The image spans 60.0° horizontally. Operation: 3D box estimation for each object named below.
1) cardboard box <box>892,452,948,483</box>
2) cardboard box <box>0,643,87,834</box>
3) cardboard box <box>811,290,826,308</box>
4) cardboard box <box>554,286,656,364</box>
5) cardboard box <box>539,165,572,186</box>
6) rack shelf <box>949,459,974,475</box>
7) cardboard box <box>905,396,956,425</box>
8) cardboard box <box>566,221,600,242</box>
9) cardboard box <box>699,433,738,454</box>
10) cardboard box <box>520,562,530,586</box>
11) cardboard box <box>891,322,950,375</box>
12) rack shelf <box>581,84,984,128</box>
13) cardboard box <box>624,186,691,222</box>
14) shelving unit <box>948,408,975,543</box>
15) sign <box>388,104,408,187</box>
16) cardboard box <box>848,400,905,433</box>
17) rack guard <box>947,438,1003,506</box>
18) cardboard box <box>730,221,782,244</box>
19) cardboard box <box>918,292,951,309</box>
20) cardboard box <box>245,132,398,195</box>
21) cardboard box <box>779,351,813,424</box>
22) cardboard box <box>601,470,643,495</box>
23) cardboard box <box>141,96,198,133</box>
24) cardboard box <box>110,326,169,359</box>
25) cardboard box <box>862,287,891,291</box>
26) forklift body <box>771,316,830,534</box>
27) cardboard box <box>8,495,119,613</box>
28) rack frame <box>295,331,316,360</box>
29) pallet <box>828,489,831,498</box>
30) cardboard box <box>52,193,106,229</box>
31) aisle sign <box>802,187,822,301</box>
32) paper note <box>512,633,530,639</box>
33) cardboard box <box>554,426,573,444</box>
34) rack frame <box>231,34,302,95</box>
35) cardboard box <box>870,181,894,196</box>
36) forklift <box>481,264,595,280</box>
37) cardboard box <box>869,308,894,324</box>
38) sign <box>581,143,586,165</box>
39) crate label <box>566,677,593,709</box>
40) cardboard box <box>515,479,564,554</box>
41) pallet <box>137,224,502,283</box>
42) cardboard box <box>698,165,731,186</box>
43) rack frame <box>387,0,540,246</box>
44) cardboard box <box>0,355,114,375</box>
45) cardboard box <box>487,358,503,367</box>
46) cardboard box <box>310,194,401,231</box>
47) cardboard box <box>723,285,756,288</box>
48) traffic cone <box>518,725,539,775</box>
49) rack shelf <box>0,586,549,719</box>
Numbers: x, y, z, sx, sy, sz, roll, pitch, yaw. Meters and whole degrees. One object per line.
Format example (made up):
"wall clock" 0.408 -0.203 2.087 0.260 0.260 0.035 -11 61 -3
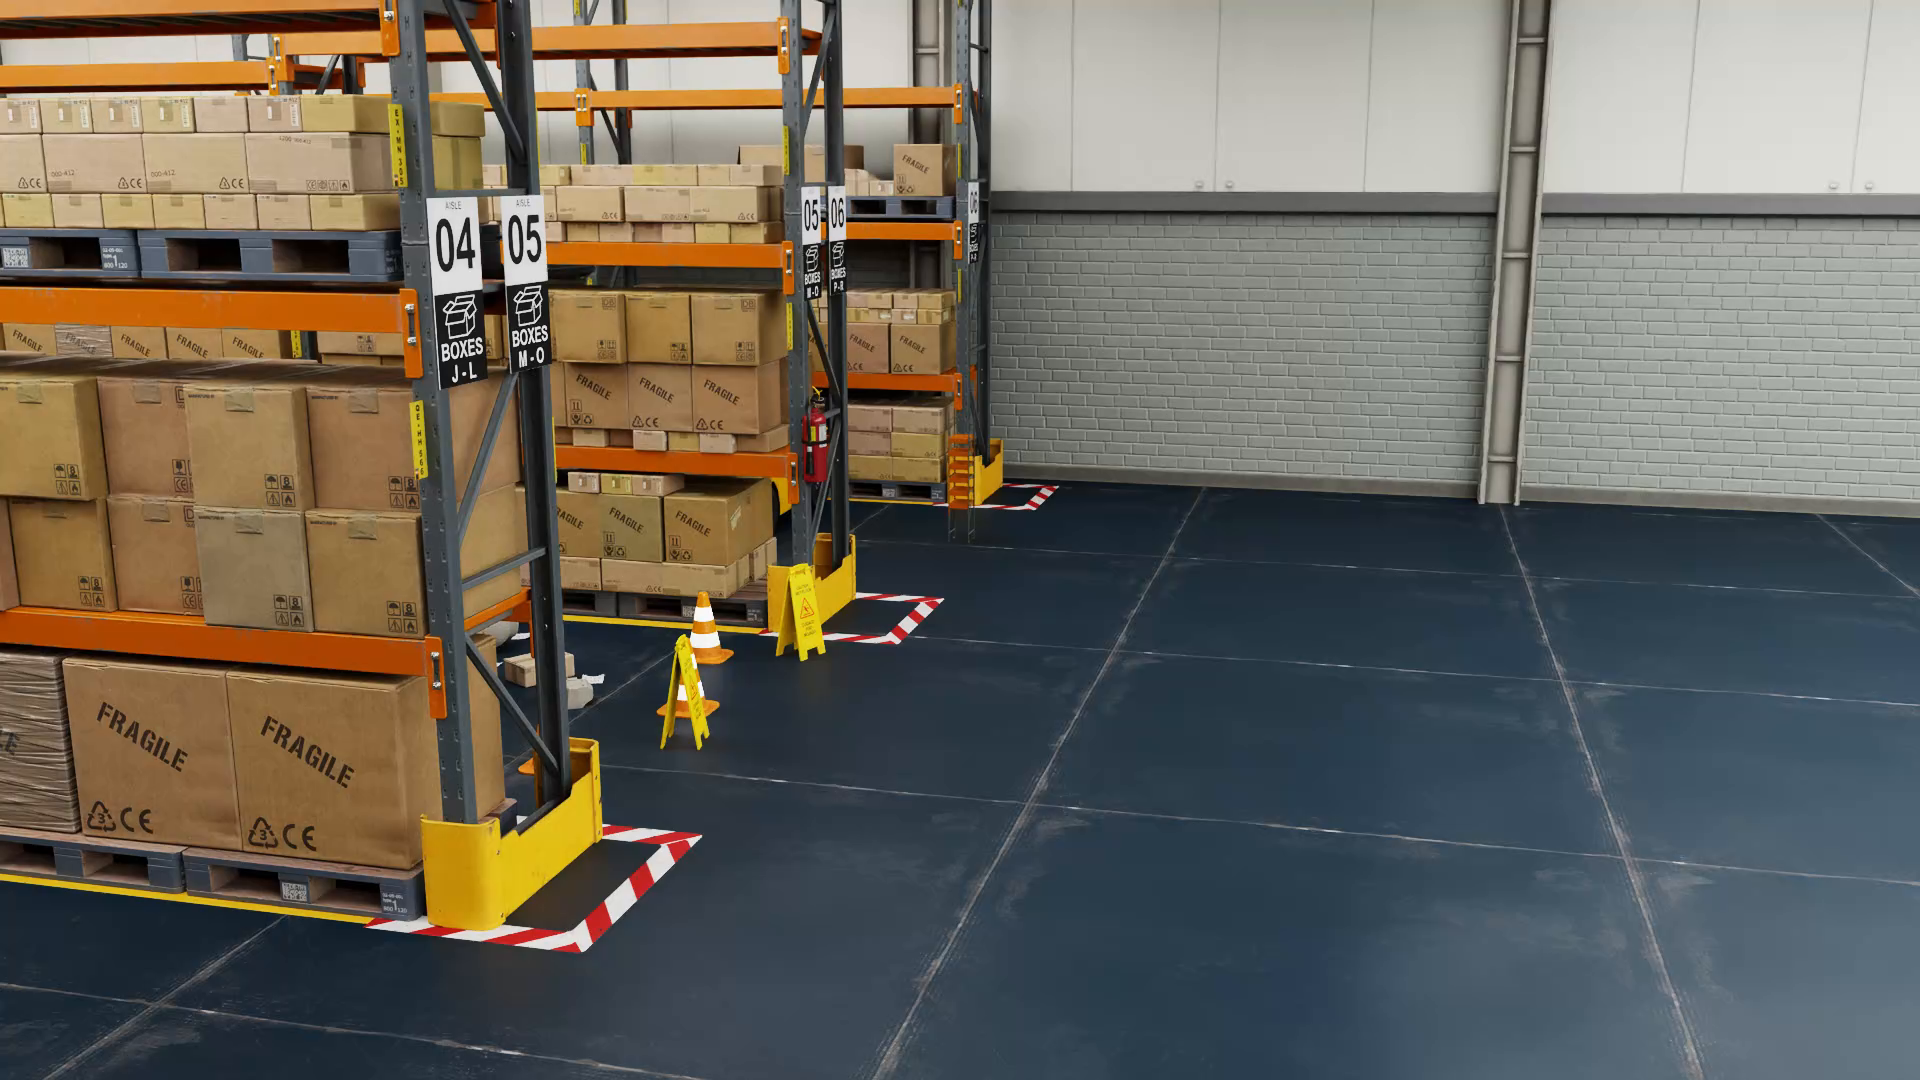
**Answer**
"cardboard box" -0.390 -0.763 17.144 0.500 0.250 0.500 3 13 14
"cardboard box" -4.545 0.865 8.360 0.875 0.875 0.875 3 13 14
"cardboard box" -1.520 -2.473 17.056 0.250 0.149 0.380 3 13 15
"cardboard box" -2.602 -1.594 12.285 0.500 0.500 0.700 3 13 13
"cardboard box" -2.940 -2.658 12.118 0.250 0.149 0.380 3 13 15
"rack shelf" 0.014 -0.659 15.100 0.180 0.103 0.258 3 13 14
"cardboard box" -0.280 -1.358 17.518 0.500 0.250 0.500 3 13 13
"cardboard box" -2.694 -2.273 12.223 0.250 0.149 0.380 3 13 12
"cardboard box" -1.731 -0.740 12.242 0.250 0.149 0.380 3 13 13
"cardboard box" -3.383 0.171 12.934 0.500 0.250 0.500 3 13 13
"cardboard box" -0.399 -1.962 16.937 0.500 0.500 0.500 3 13 12
"rack shelf" -1.800 -4.429 17.021 4.000 0.370 1.077 3 13 14
"cardboard box" -2.090 -2.434 12.031 0.500 0.250 0.500 3 13 13
"shelving unit" 0.014 -0.585 15.117 0.189 1.200 0.258 3 13 14
"sign" -2.275 -1.597 6.737 0.005 0.325 0.100 3 13 14
"cardboard box" -0.877 -1.277 17.152 0.500 0.250 0.500 3 13 15
"rack guard" 0.165 -0.721 17.347 0.348 0.500 1.175 3 13 14
"cardboard box" -1.457 -2.200 11.897 0.250 0.149 0.380 3 13 14
"cardboard box" -0.257 -2.428 16.852 0.250 0.149 0.380 3 13 14
"cardboard box" -2.674 -1.610 7.113 0.500 0.250 0.500 3 13 14
"cardboard box" -1.437 -1.176 12.707 0.500 0.500 0.500 3 13 13
"cardboard box" -2.500 -0.450 12.501 0.250 0.149 0.380 3 13 14
"cardboard box" -3.283 -1.823 7.156 0.250 0.149 0.380 3 13 14
"cardboard box" -6.412 -1.535 13.355 0.500 0.500 0.500 4 13 15
"cardboard box" -0.876 -2.563 17.463 0.250 0.149 0.380 3 13 14
"forklift body" -2.136 -1.243 15.888 1.214 2.155 2.313 3 13 14
"cardboard box" -4.080 -0.034 8.131 0.500 0.550 0.875 3 13 14
"rack frame" -4.927 -1.106 13.312 0.127 3.000 1.000 3 13 14
"pallet" -1.792 -0.676 17.810 1.213 0.211 1.003 3 13 14
"cardboard box" -3.769 -1.460 7.361 0.250 0.149 0.380 3 13 14
"aisle sign" -1.053 -2.104 11.805 0.004 0.787 0.394 3 13 14
"paper note" -3.171 0.690 12.069 0.148 0.019 0.142 -1 13 -6
"cardboard box" -2.938 -0.834 12.664 0.250 0.149 0.380 3 13 14
"rack frame" -7.625 -5.287 18.303 0.127 3.000 1.000 3 13 14
"cardboard box" -0.736 -3.518 16.634 0.250 0.149 0.380 3 13 12
"forklift" -4.038 -1.550 15.469 3.031 2.935 1.130 6 14 25
"cardboard box" -0.755 -2.301 16.966 0.250 0.149 0.380 3 13 15
"sign" -3.862 -3.906 17.086 0.005 0.325 0.100 3 13 14
"crate label" -2.485 0.971 10.558 0.298 0.136 0.250 -4 13 -16
"cardboard box" -3.394 -0.195 12.852 0.500 0.500 0.500 4 13 16
"pallet" -2.855 -1.310 7.509 1.213 0.211 1.003 3 13 14
"cardboard box" -1.684 -2.607 11.888 0.250 0.149 0.380 3 13 15
"rack frame" -2.132 -2.781 7.011 0.127 3.000 1.000 3 13 14
"cardboard box" -4.612 -0.573 8.069 0.550 0.550 0.875 3 13 14
"cardboard box" -3.590 -1.169 12.676 0.500 0.500 0.500 3 13 13
"cardboard box" -2.536 -1.394 7.063 0.250 0.149 0.380 3 13 13
"cardboard box" -2.361 -2.658 17.890 0.250 0.149 0.380 3 13 13
"traffic cone" -2.307 1.060 9.406 0.334 0.463 0.336 3 13 14
"rack shelf" -4.074 0.395 8.206 4.000 0.370 1.077 3 13 14
